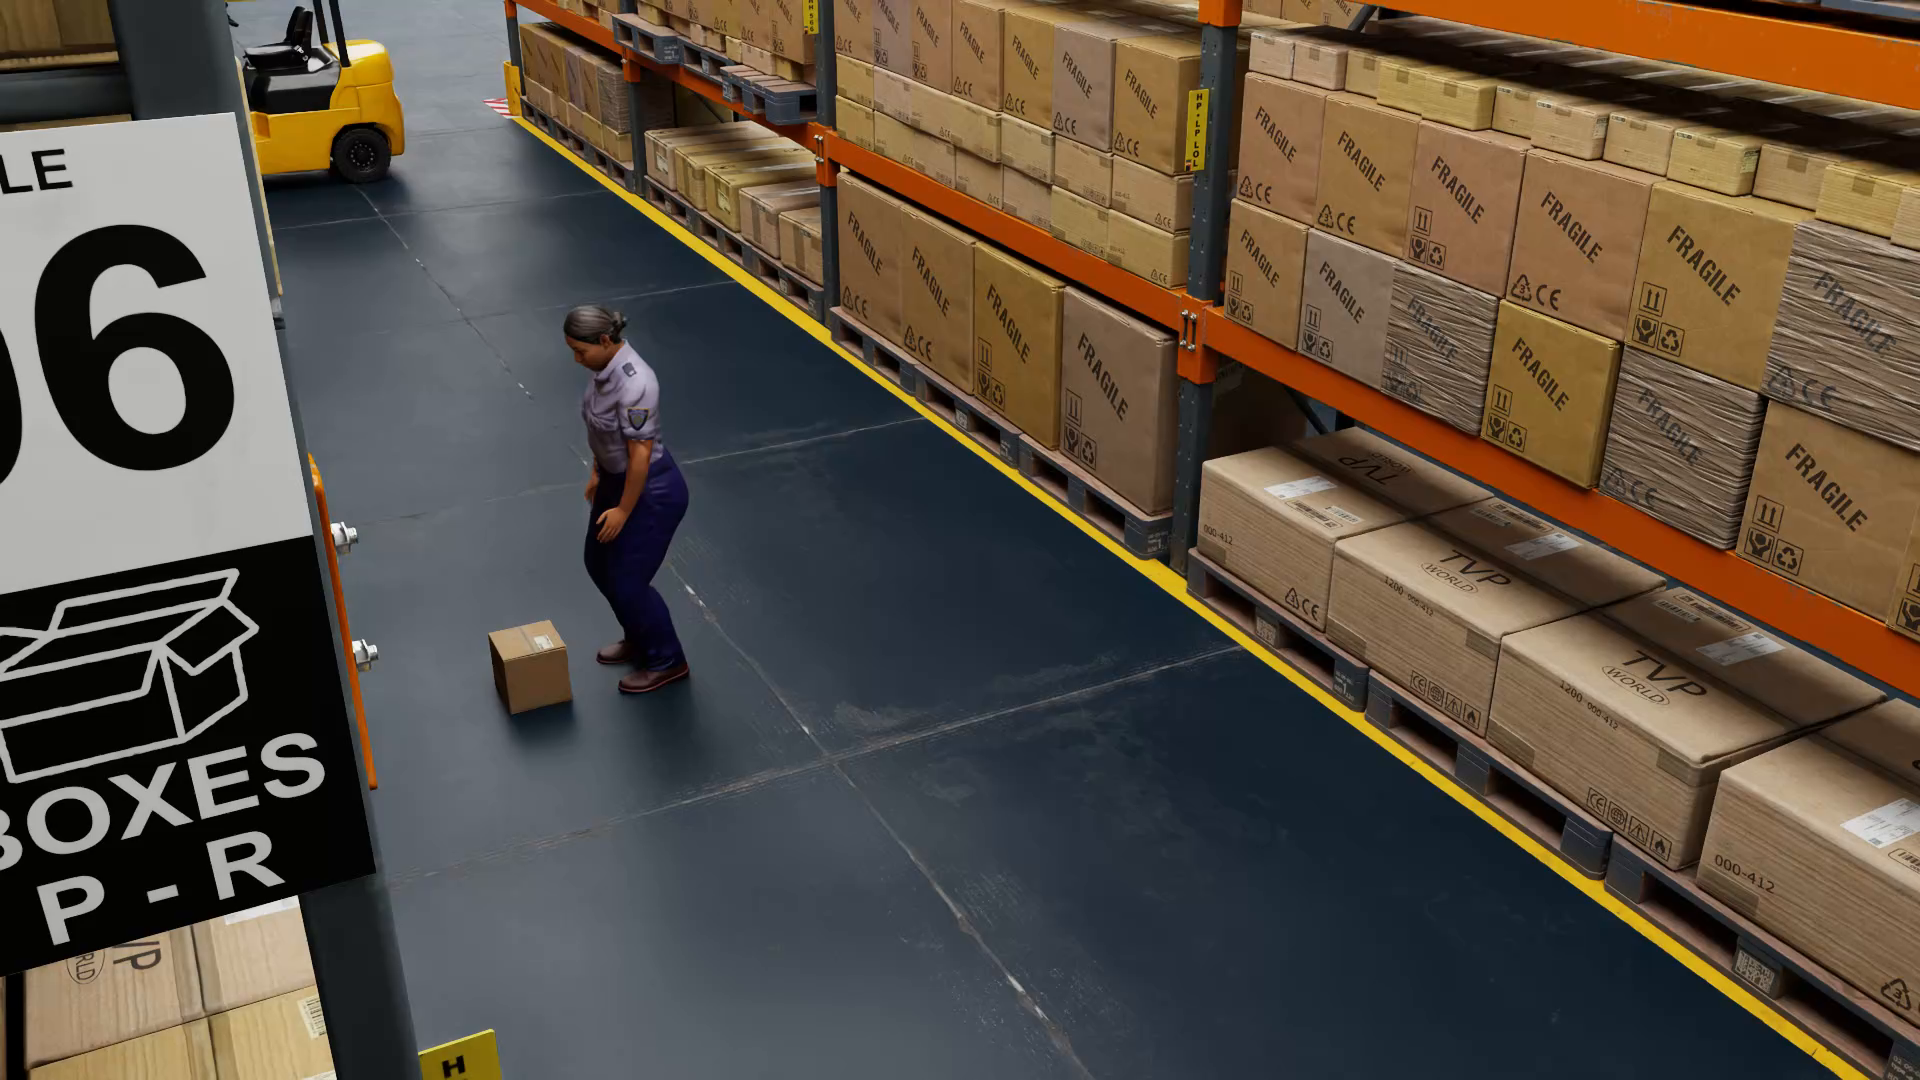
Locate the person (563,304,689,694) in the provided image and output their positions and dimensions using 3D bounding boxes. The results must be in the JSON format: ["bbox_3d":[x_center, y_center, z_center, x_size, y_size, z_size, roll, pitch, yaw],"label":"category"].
[{"bbox_3d":[-1.287,-0.172,6.561,0.407,1.599,0.500,-12,28,-24],"label":"person"}]
